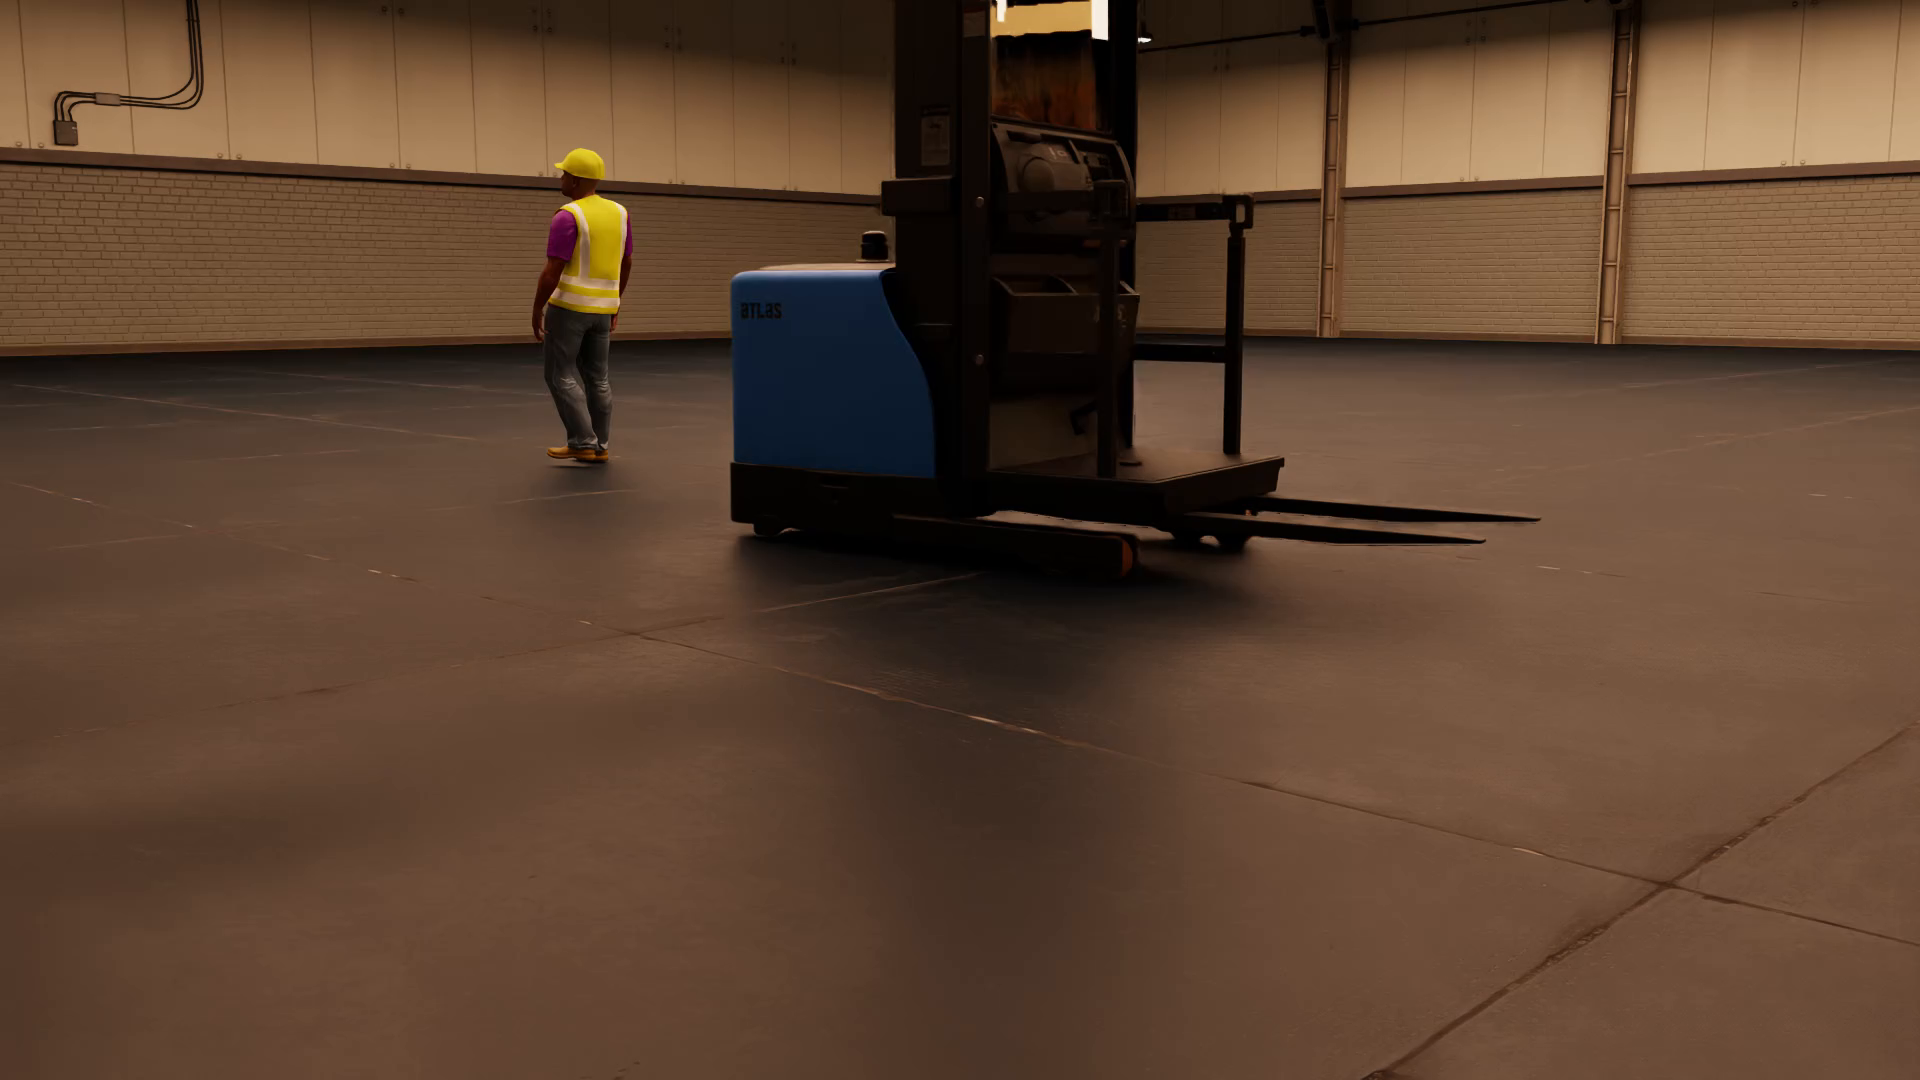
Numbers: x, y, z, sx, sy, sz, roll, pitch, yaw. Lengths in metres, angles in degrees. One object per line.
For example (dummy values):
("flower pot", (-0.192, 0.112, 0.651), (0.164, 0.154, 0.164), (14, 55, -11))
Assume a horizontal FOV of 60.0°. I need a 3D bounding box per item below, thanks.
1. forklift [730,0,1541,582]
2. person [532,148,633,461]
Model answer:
("forklift", (0.568, -1.393, 6.125), (3.031, 2.935, 1.130), (6, 10, 34))
("person", (-2.189, -1.307, 9.413), (0.588, 1.762, 0.665), (5, 10, 31))
